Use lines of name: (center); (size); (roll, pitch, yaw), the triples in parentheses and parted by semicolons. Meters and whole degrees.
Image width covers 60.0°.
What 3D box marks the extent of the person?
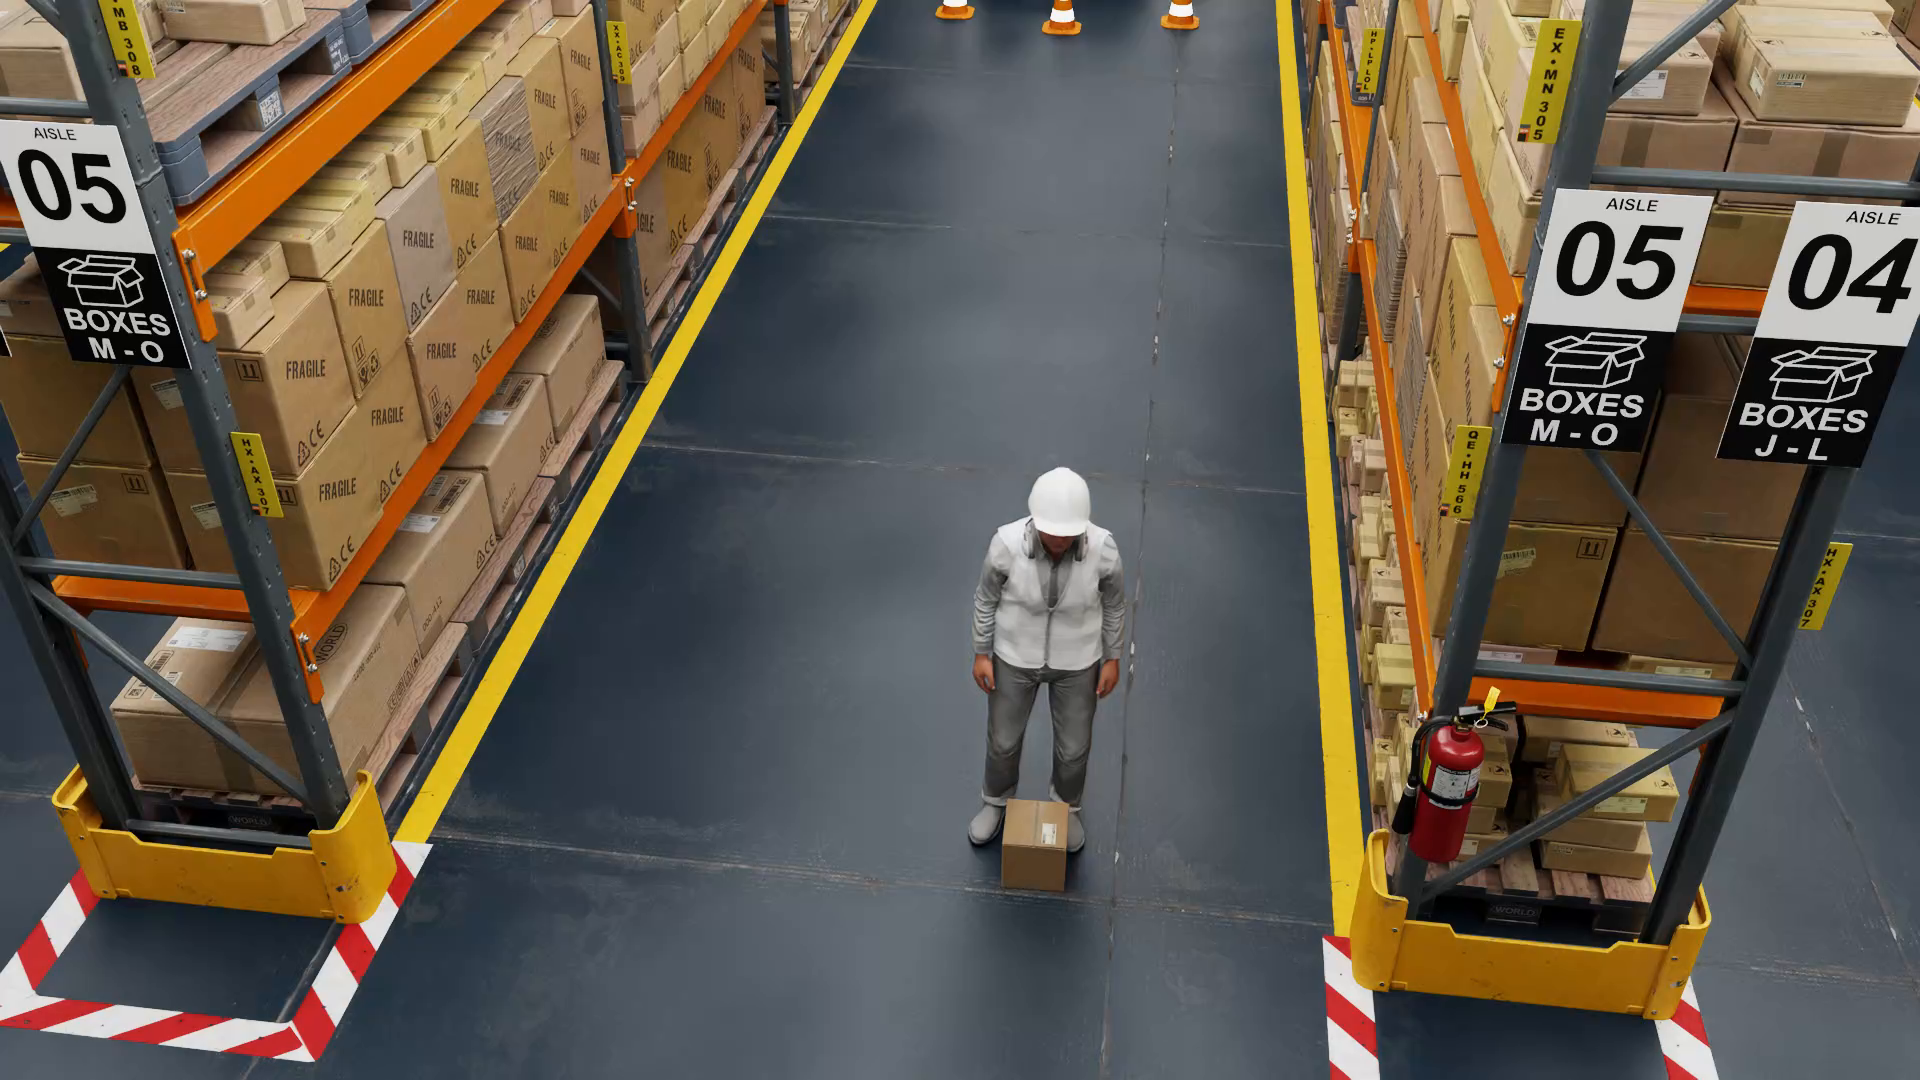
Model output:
person: (0.334, 0.449, 6.399); (0.590, 1.770, 0.465); (2, 36, 3)
